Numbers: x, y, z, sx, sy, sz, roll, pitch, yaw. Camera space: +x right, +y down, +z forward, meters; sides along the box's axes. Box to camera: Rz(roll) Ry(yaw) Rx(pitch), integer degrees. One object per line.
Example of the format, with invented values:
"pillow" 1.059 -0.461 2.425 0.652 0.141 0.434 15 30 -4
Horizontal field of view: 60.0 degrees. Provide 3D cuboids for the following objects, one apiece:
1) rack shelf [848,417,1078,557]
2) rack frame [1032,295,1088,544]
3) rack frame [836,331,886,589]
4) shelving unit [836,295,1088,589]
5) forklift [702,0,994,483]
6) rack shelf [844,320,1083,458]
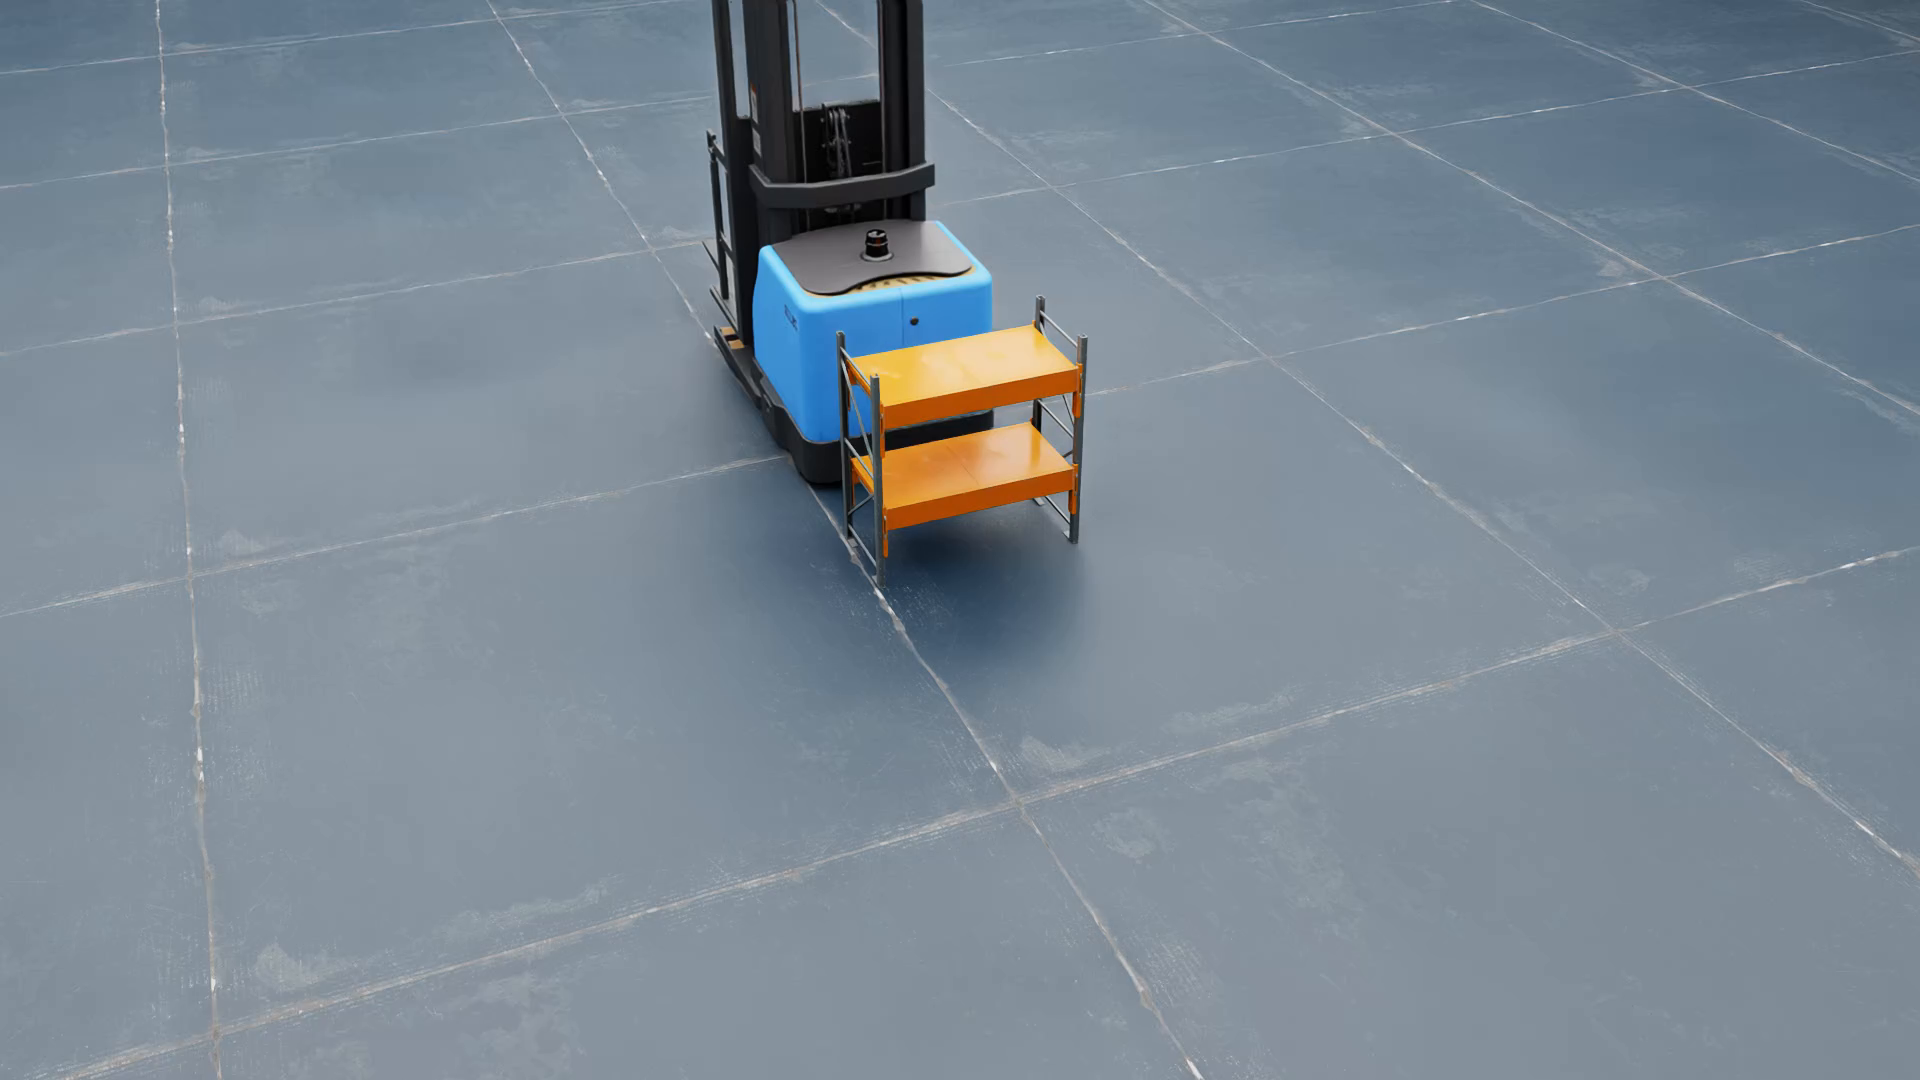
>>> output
"rack shelf" 0.006 -0.268 8.079 1.000 0.278 0.538 -13 35 -19
"rack frame" 0.475 -0.580 8.110 0.032 1.125 0.500 -13 35 -19
"rack frame" -0.462 -0.366 7.780 0.032 1.125 0.500 -13 35 -19
"shelving unit" 0.006 -0.473 7.945 1.048 1.125 0.538 -13 35 -19
"forklift" -0.824 -2.315 9.120 1.130 2.935 3.031 -12 35 -18
"rack shelf" 0.006 -0.718 7.786 1.000 0.278 0.538 -13 35 -19
